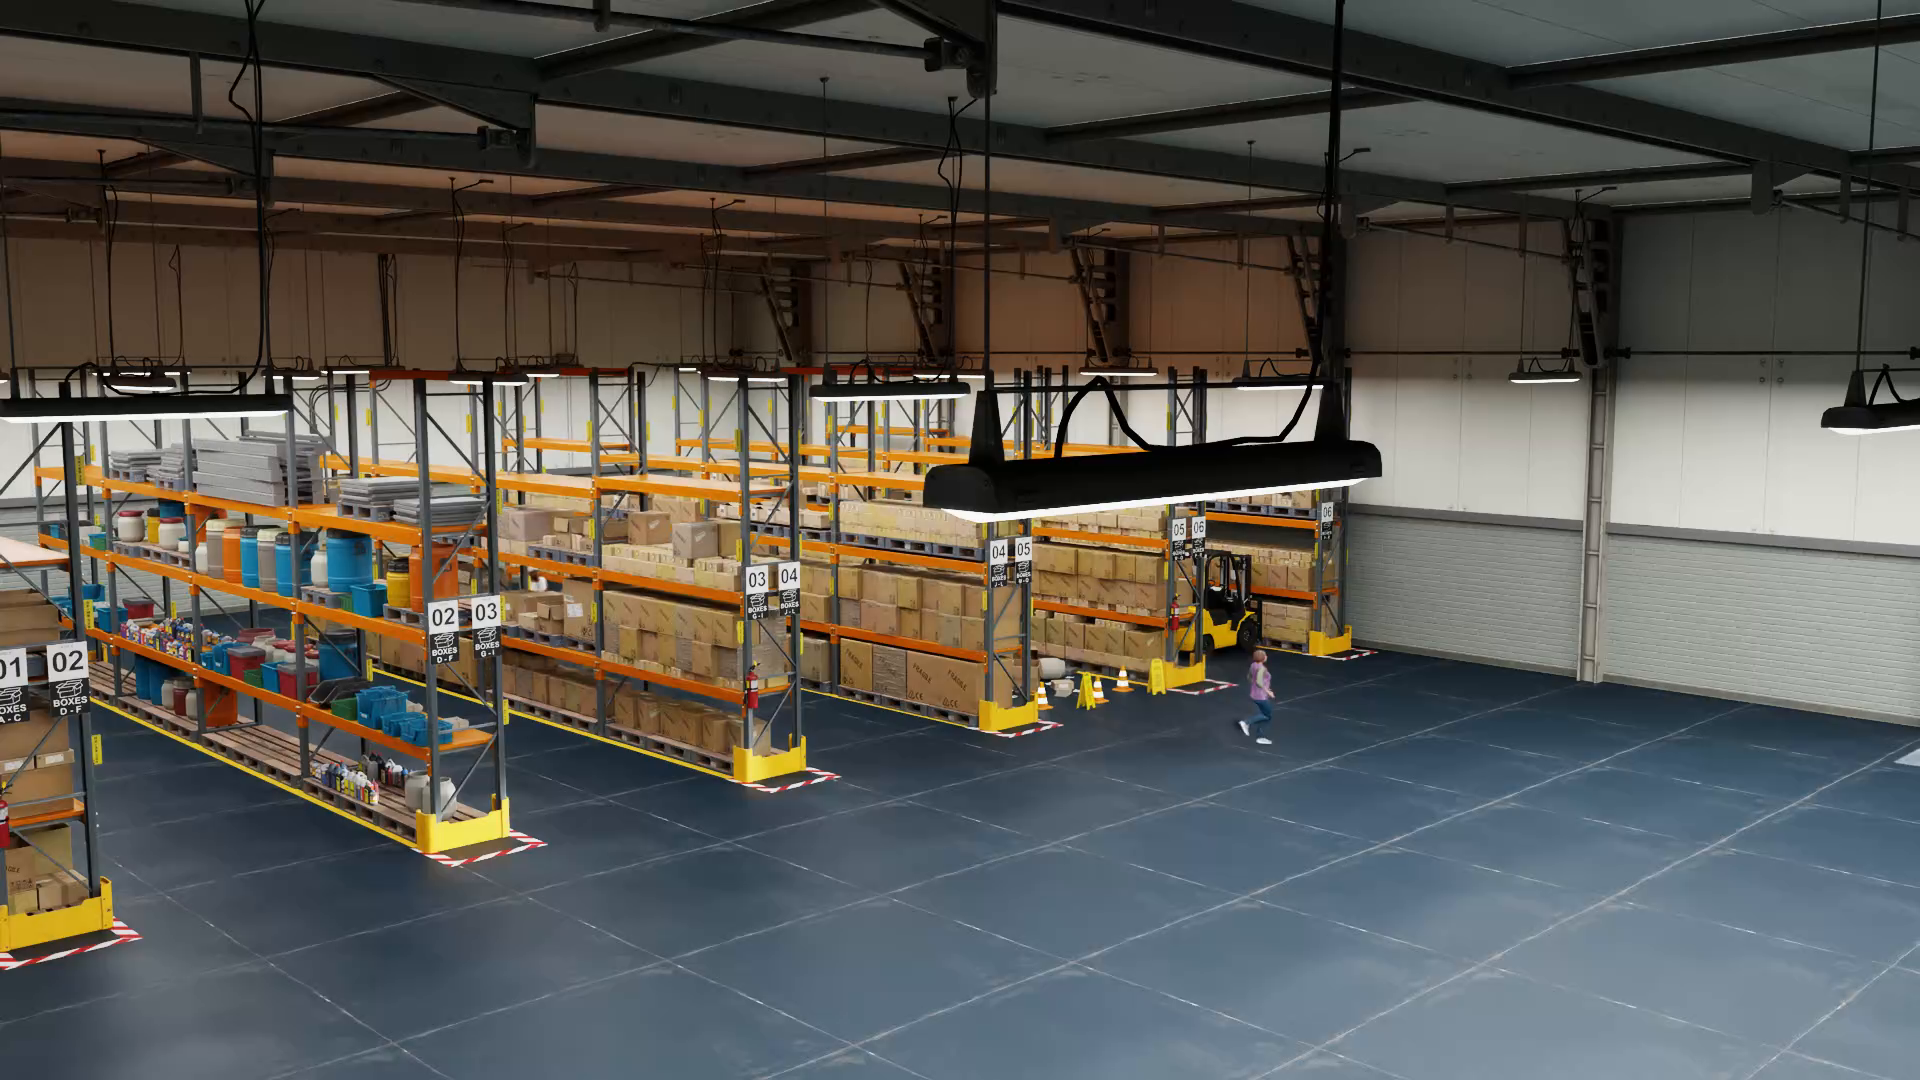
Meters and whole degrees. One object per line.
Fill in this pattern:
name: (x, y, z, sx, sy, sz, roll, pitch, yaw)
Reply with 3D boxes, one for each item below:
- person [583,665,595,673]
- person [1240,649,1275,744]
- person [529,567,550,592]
person: (-6.971, 1.857, 31.871, 0.684, 1.763, 0.766, -6, 9, -43)
person: (4.787, 2.541, 26.880, 0.576, 1.563, 0.536, -1, 7, -8)
person: (-9.091, 1.420, 35.845, 0.687, 1.738, 0.551, -5, 8, -36)
